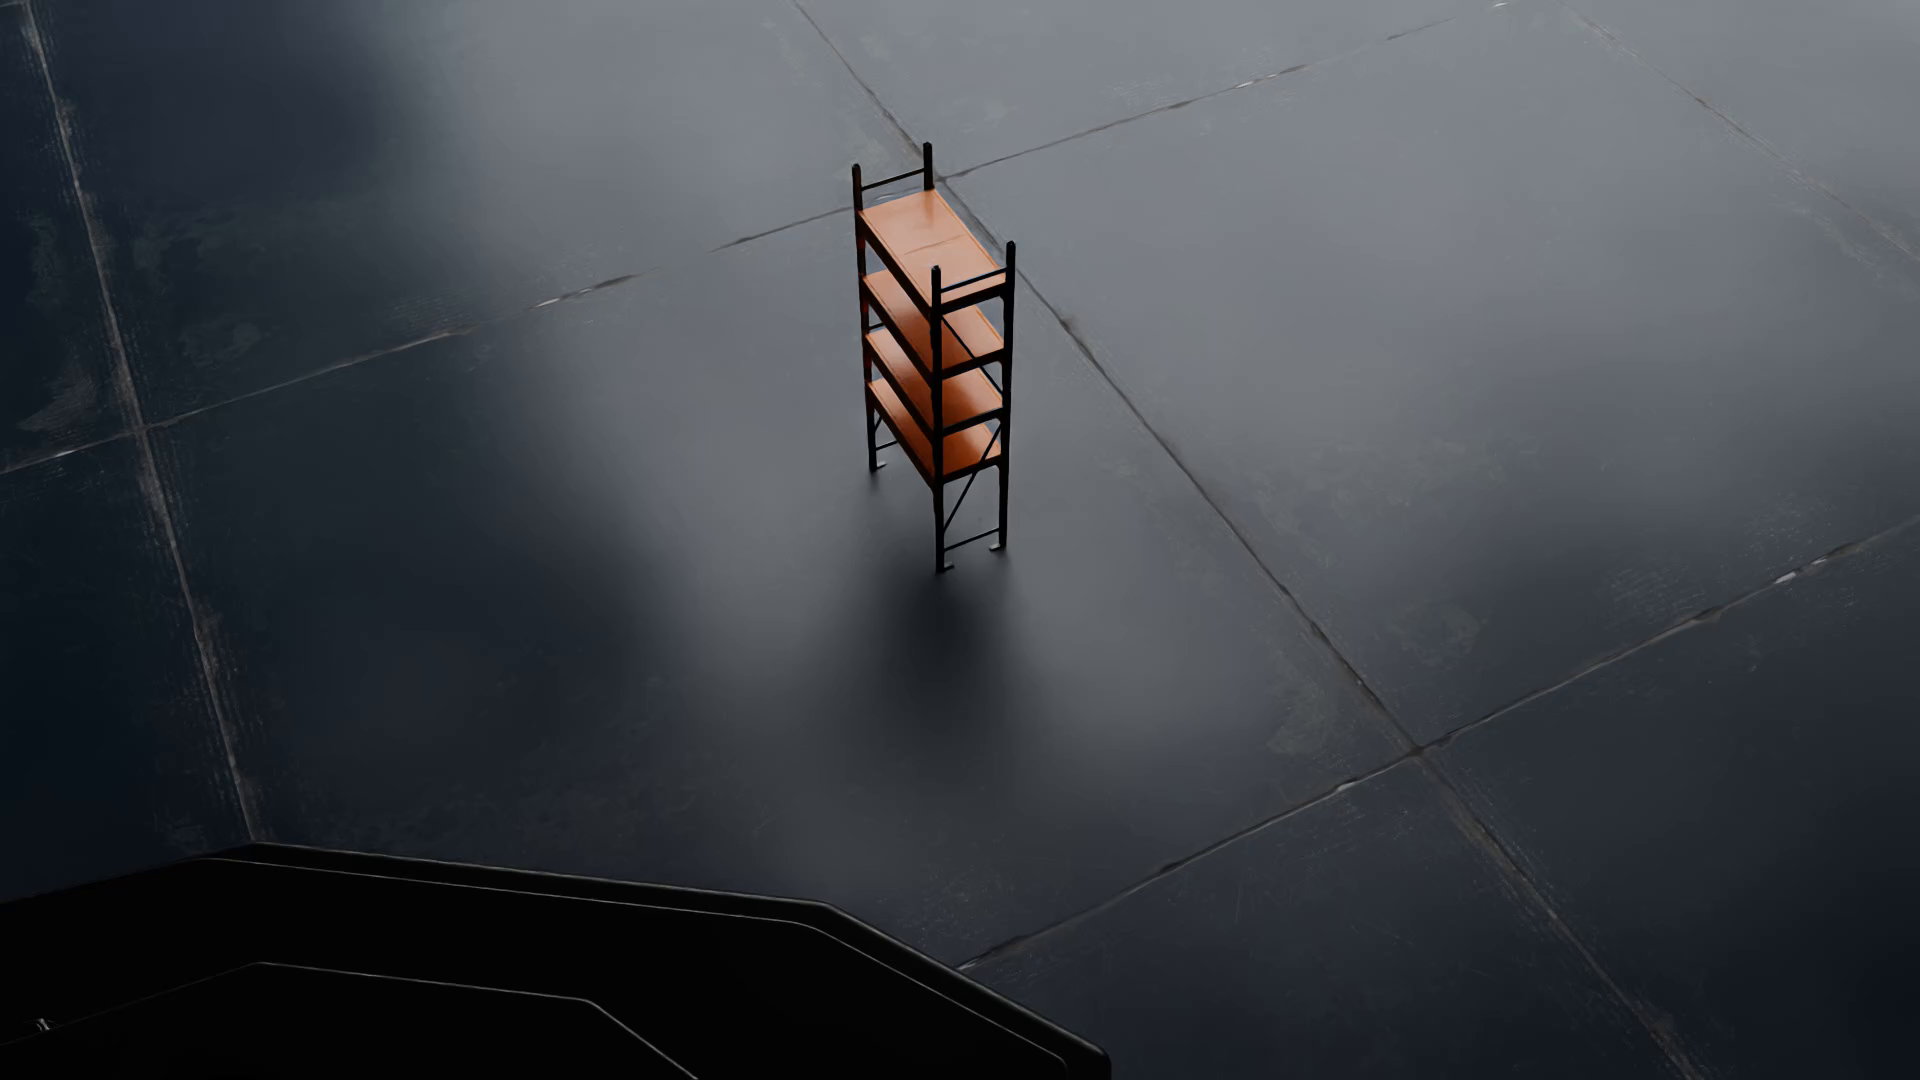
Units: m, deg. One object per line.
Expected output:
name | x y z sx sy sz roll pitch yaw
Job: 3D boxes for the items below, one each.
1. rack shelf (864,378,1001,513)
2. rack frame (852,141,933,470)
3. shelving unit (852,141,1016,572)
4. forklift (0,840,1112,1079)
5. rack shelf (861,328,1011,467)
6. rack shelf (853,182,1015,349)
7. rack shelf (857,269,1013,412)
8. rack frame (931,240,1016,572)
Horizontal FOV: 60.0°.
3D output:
rack shelf | -0.076 -0.331 5.095 0.258 0.148 0.480 -21 52 -18
rack frame | -0.187 -0.669 5.038 0.240 1.200 0.015 -21 52 -18
shelving unit | -0.076 -0.506 4.895 0.258 1.200 0.503 -21 52 -18
forklift | -0.434 1.748 1.774 1.130 2.935 3.031 5 49 5
rack shelf | -0.076 -0.462 4.946 0.258 0.148 0.480 -21 52 -18
rack shelf | -0.076 -0.765 4.599 0.258 0.148 0.480 -21 52 -18
rack shelf | -0.076 -0.609 4.778 0.258 0.148 0.480 -21 52 -18
rack frame | 0.036 -0.342 4.752 0.240 1.200 0.015 -21 52 -18
